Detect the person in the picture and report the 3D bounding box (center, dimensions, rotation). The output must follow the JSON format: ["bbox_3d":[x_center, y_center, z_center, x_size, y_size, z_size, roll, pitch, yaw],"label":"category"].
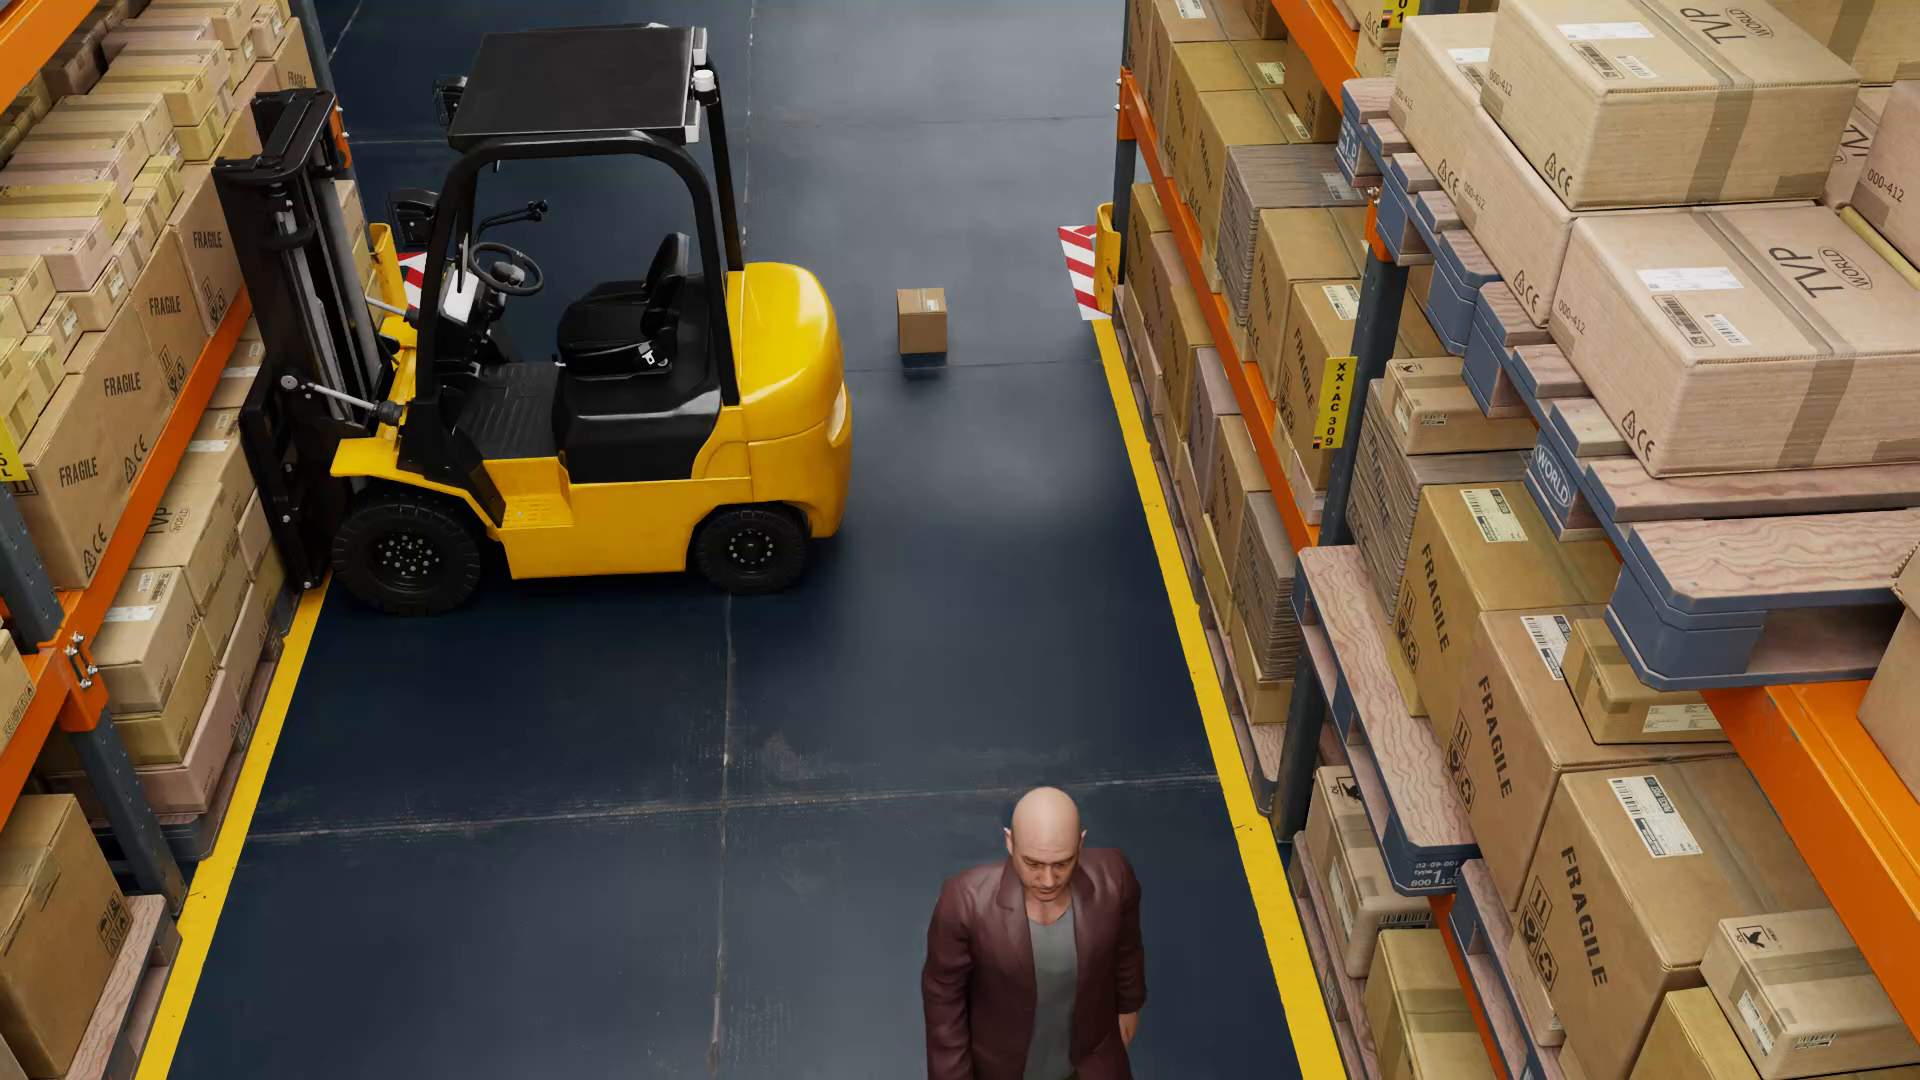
[{"bbox_3d":[0.213,1.461,4.523,0.626,1.645,0.624,-4,39,-5],"label":"person"}]
